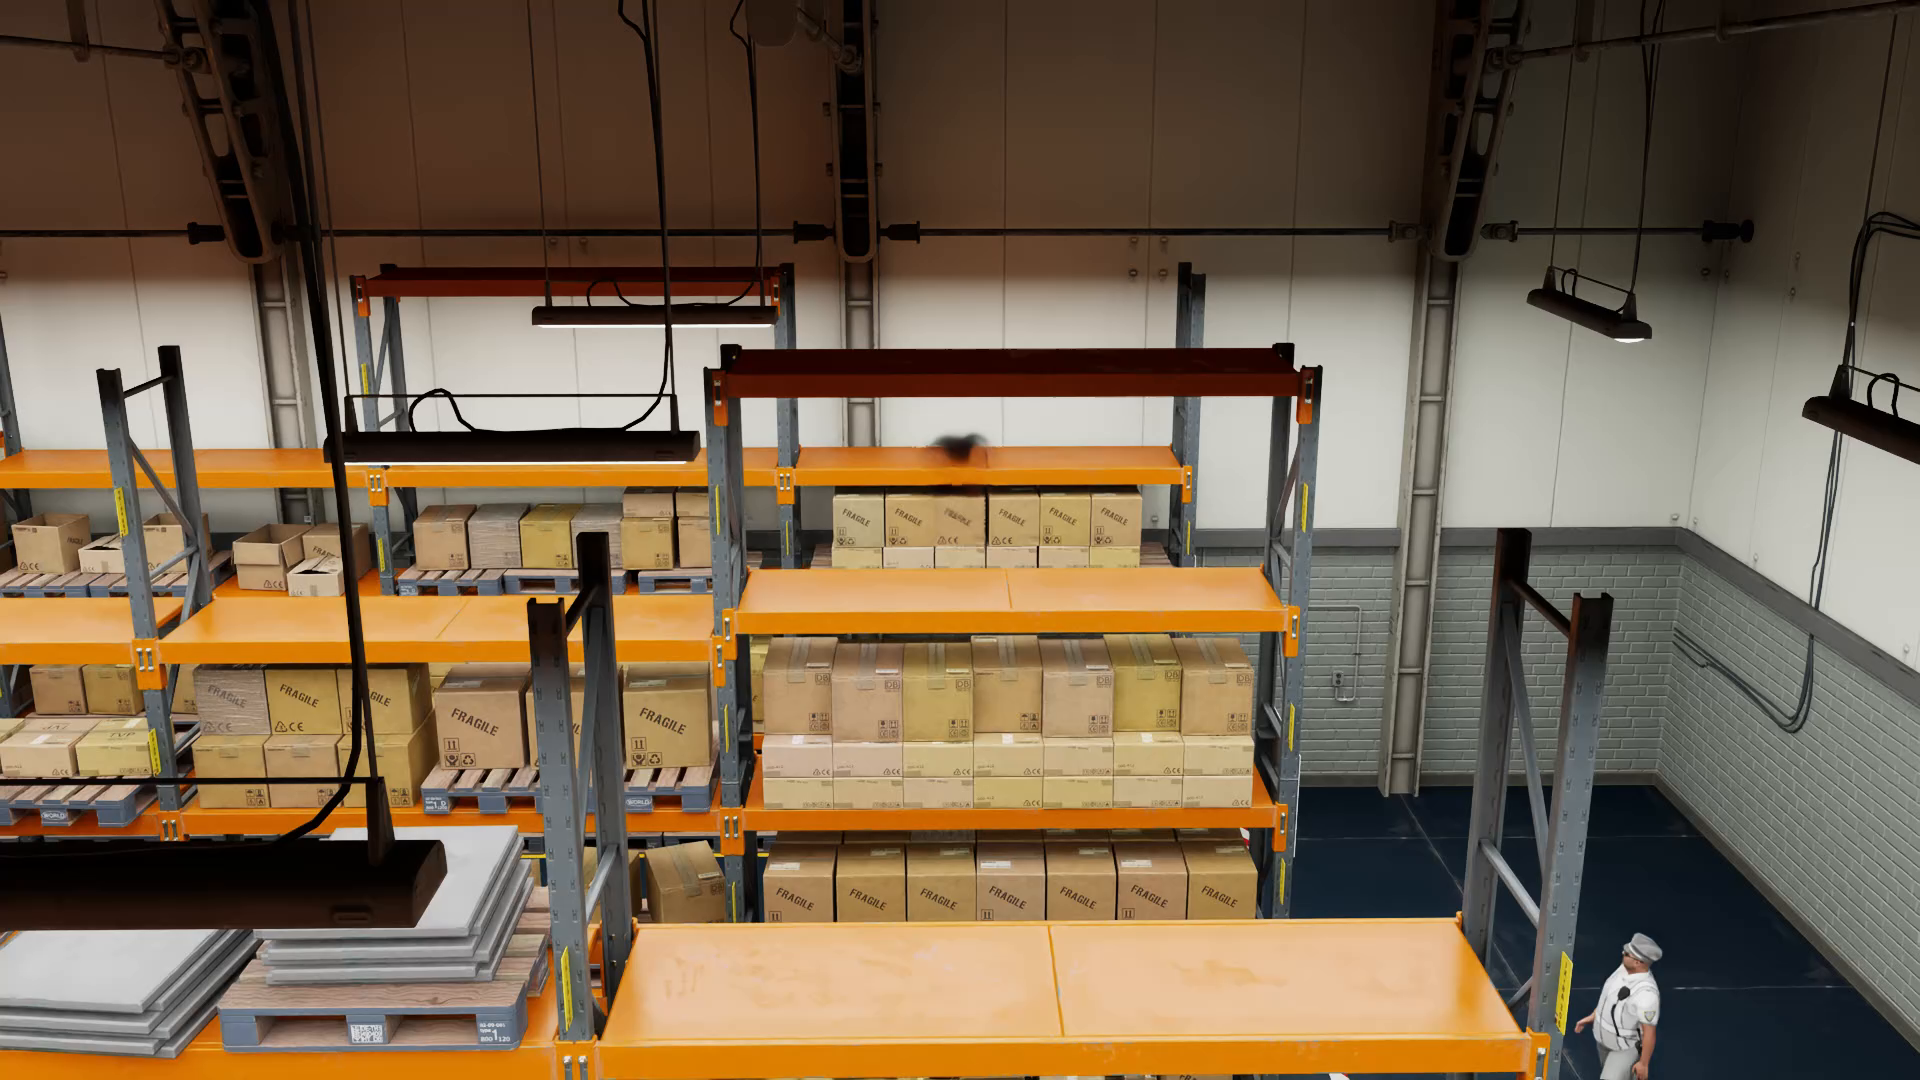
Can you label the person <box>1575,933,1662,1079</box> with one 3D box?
[{"bbox_3d":[4.982,3.756,12.564,1.028,1.734,0.645,-7,18,-24],"label":"person"}]
